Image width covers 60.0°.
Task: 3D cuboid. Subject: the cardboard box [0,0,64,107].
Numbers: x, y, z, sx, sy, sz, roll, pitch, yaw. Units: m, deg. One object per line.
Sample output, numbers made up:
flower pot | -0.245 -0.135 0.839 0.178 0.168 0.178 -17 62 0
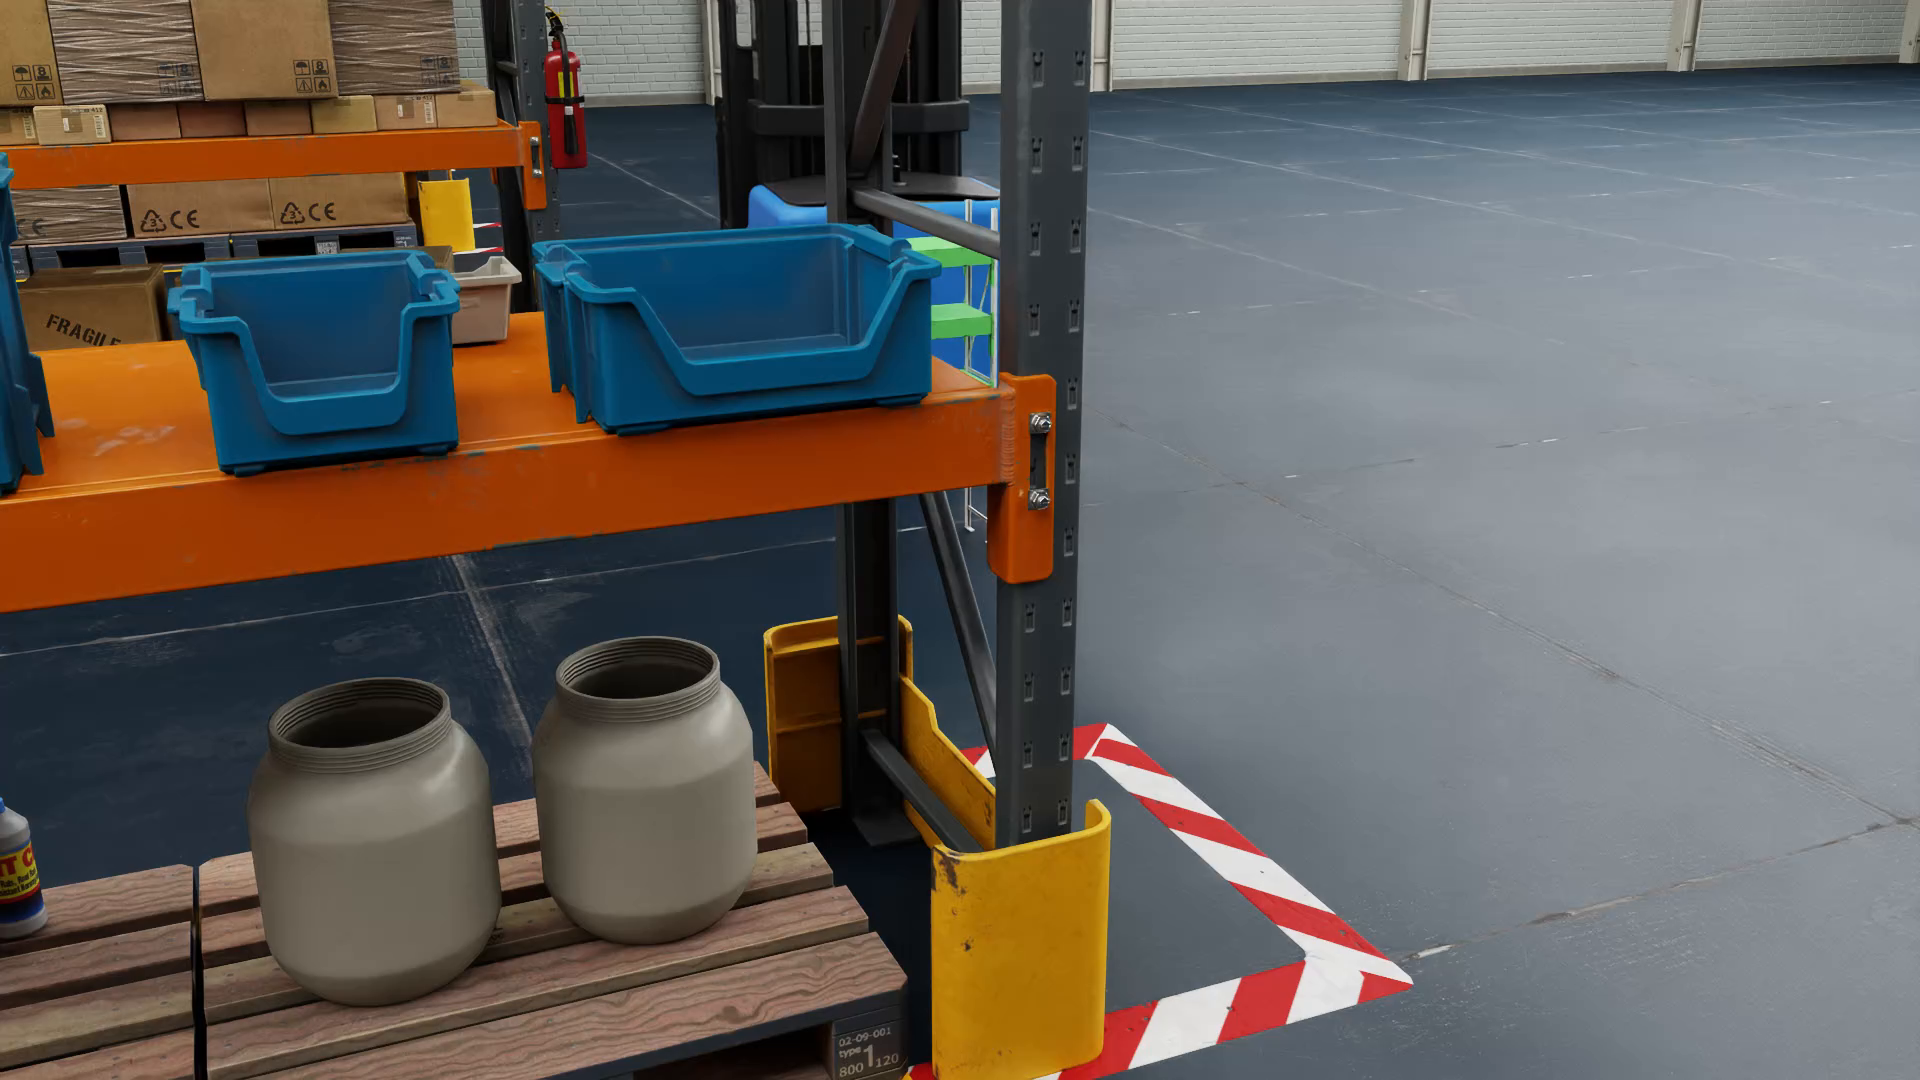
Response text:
cardboard box | -3.868 -2.019 6.640 0.500 0.500 0.875 -8 21 -22

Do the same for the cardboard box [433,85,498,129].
cardboard box | -2.181 -1.893 7.261 0.250 0.149 0.380 -8 21 -22

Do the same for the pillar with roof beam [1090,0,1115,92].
pillar with roof beam | 3.831 -9.926 20.664 0.400 9.000 9.100 -8 21 -22

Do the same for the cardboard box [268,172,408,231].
cardboard box | -4.469 -2.725 11.811 0.875 0.875 0.875 -8 21 -22

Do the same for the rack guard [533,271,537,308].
rack guard | -2.071 -0.923 7.892 0.348 0.500 1.175 -8 21 -22

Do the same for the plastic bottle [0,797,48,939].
plastic bottle | -1.827 0.621 3.188 0.097 0.271 0.097 0 19 0

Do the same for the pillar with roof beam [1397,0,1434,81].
pillar with roof beam | 9.341 -10.716 22.906 0.400 9.000 9.100 -8 21 -22

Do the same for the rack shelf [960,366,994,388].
rack shelf | -0.152 -0.484 5.782 0.480 0.148 0.258 -8 21 -22

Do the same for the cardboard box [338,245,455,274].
cardboard box | -2.581 -1.054 7.631 0.500 0.500 0.500 -4 20 -12

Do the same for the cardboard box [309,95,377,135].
cardboard box | -2.620 -1.812 7.030 0.250 0.149 0.380 -8 21 -22

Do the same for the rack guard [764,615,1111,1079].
rack guard | -0.090 0.601 3.561 0.348 0.500 1.175 -8 21 -22

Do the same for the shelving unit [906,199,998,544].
shelving unit | -0.152 -0.544 5.761 0.503 1.200 0.258 -8 21 -22

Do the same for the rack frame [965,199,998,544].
rack frame | 0.072 -0.576 5.852 0.015 1.200 0.240 -8 21 -22

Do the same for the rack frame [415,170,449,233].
rack frame | -3.873 -3.638 11.838 0.127 3.000 1.000 -8 21 -22

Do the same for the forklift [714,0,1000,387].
forklift | -0.596 -2.157 7.734 1.130 2.935 3.031 -5 20 -14

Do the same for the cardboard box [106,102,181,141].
cardboard box | -3.322 -1.724 6.780 0.250 0.149 0.380 -8 21 -22

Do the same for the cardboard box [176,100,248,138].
cardboard box | -3.102 -1.764 6.893 0.250 0.149 0.380 -8 21 -22

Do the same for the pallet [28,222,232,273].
pallet | -5.695 -2.035 11.483 1.213 0.211 1.003 -8 21 -22

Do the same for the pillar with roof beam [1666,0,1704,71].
pillar with roof beam | 14.850 -11.505 25.148 0.400 9.000 9.100 -8 21 -22

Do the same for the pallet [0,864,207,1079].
pallet | -1.957 1.002 2.858 1.213 0.211 1.003 -8 21 -22

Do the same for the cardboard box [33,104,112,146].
cardboard box | -3.517 -1.664 6.610 0.250 0.149 0.380 -8 21 -22

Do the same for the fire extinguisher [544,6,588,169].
fire extinguisher | -1.713 -1.950 7.161 0.183 0.674 0.296 -8 21 -22

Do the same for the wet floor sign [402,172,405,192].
wet floor sign | -4.631 -3.135 13.955 0.232 0.644 0.267 -12 23 -31

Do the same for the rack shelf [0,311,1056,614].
rack shelf | -1.876 0.000 2.587 4.000 0.370 1.077 -8 21 -22

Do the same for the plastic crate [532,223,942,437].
plastic crate | -0.380 -0.375 2.794 0.616 0.251 0.499 -8 21 -22

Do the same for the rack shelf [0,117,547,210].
rack shelf | -3.837 -1.510 6.877 4.000 0.370 1.077 -8 21 -22

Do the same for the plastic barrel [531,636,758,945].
plastic barrel | -0.613 0.483 3.246 0.421 0.512 0.421 0 19 0

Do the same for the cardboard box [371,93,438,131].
cardboard box | -2.411 -1.861 7.168 0.250 0.149 0.380 -8 21 -22

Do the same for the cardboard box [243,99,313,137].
cardboard box | -2.856 -1.784 6.950 0.250 0.149 0.380 -8 21 -22

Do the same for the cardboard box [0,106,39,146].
cardboard box | -3.774 -1.652 6.577 0.250 0.149 0.380 -8 21 -22

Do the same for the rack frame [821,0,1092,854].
rack frame | -0.039 -0.602 3.215 0.127 3.000 1.000 -8 21 -22

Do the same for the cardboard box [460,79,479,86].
cardboard box | -2.357 -2.029 7.646 0.250 0.149 0.380 -8 21 -22

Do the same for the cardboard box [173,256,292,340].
cardboard box | -3.116 -0.965 7.378 0.500 0.500 0.500 -3 20 -8

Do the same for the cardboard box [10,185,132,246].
cardboard box | -6.114 -2.489 11.141 0.875 0.875 0.875 -8 21 -22

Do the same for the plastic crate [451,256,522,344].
plastic crate | -0.988 -0.458 3.203 0.250 0.136 0.298 -8 21 -22

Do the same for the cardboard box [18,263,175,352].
cardboard box | -3.699 -0.889 7.161 0.500 0.500 0.500 -6 20 -17

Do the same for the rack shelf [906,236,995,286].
rack shelf | -0.152 -0.937 5.623 0.480 0.148 0.258 -8 21 -22

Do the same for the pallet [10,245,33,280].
pallet | -6.817 -1.873 11.023 1.213 0.211 1.003 -8 21 -22

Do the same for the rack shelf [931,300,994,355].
rack shelf | -0.152 -0.710 5.702 0.480 0.148 0.258 -8 21 -22

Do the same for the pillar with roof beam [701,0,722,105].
pillar with roof beam | -1.678 -9.137 18.423 0.400 9.000 9.100 -8 21 -22

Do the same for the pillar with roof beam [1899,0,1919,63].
pillar with roof beam | 20.359 -12.294 27.389 0.400 9.000 9.100 -8 21 -22

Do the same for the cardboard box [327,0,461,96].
cardboard box | -2.517 -2.236 7.257 0.500 0.500 0.875 -8 21 -22

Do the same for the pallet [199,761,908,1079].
pallet | -0.838 0.843 3.310 1.213 0.211 1.003 -8 21 -22

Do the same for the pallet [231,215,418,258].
pallet | -4.576 -2.194 11.935 1.213 0.211 1.003 -8 21 -22

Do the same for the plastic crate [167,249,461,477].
plastic crate | -0.979 -0.291 2.556 0.408 0.251 0.499 -8 21 -22

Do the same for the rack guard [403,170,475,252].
rack guard | -3.851 -2.462 12.262 0.348 0.500 1.175 -8 21 -22

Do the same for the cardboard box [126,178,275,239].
cardboard box | -5.276 -2.608 11.480 0.875 0.875 0.875 -9 21 -23

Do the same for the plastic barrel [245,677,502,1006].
plastic barrel | -1.073 0.549 3.059 0.421 0.512 0.421 0 19 0

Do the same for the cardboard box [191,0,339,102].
cardboard box | -2.929 -2.133 6.966 0.500 0.500 0.875 -8 21 -22

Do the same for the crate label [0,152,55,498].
crate label | -1.622 -0.294 2.287 0.616 0.435 0.502 -8 21 -22

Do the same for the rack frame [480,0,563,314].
rack frame | -2.001 -2.112 7.505 0.127 3.000 1.000 -8 21 -22

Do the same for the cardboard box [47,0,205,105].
cardboard box | -3.405 -2.081 6.817 0.500 0.500 0.875 -8 21 -22
